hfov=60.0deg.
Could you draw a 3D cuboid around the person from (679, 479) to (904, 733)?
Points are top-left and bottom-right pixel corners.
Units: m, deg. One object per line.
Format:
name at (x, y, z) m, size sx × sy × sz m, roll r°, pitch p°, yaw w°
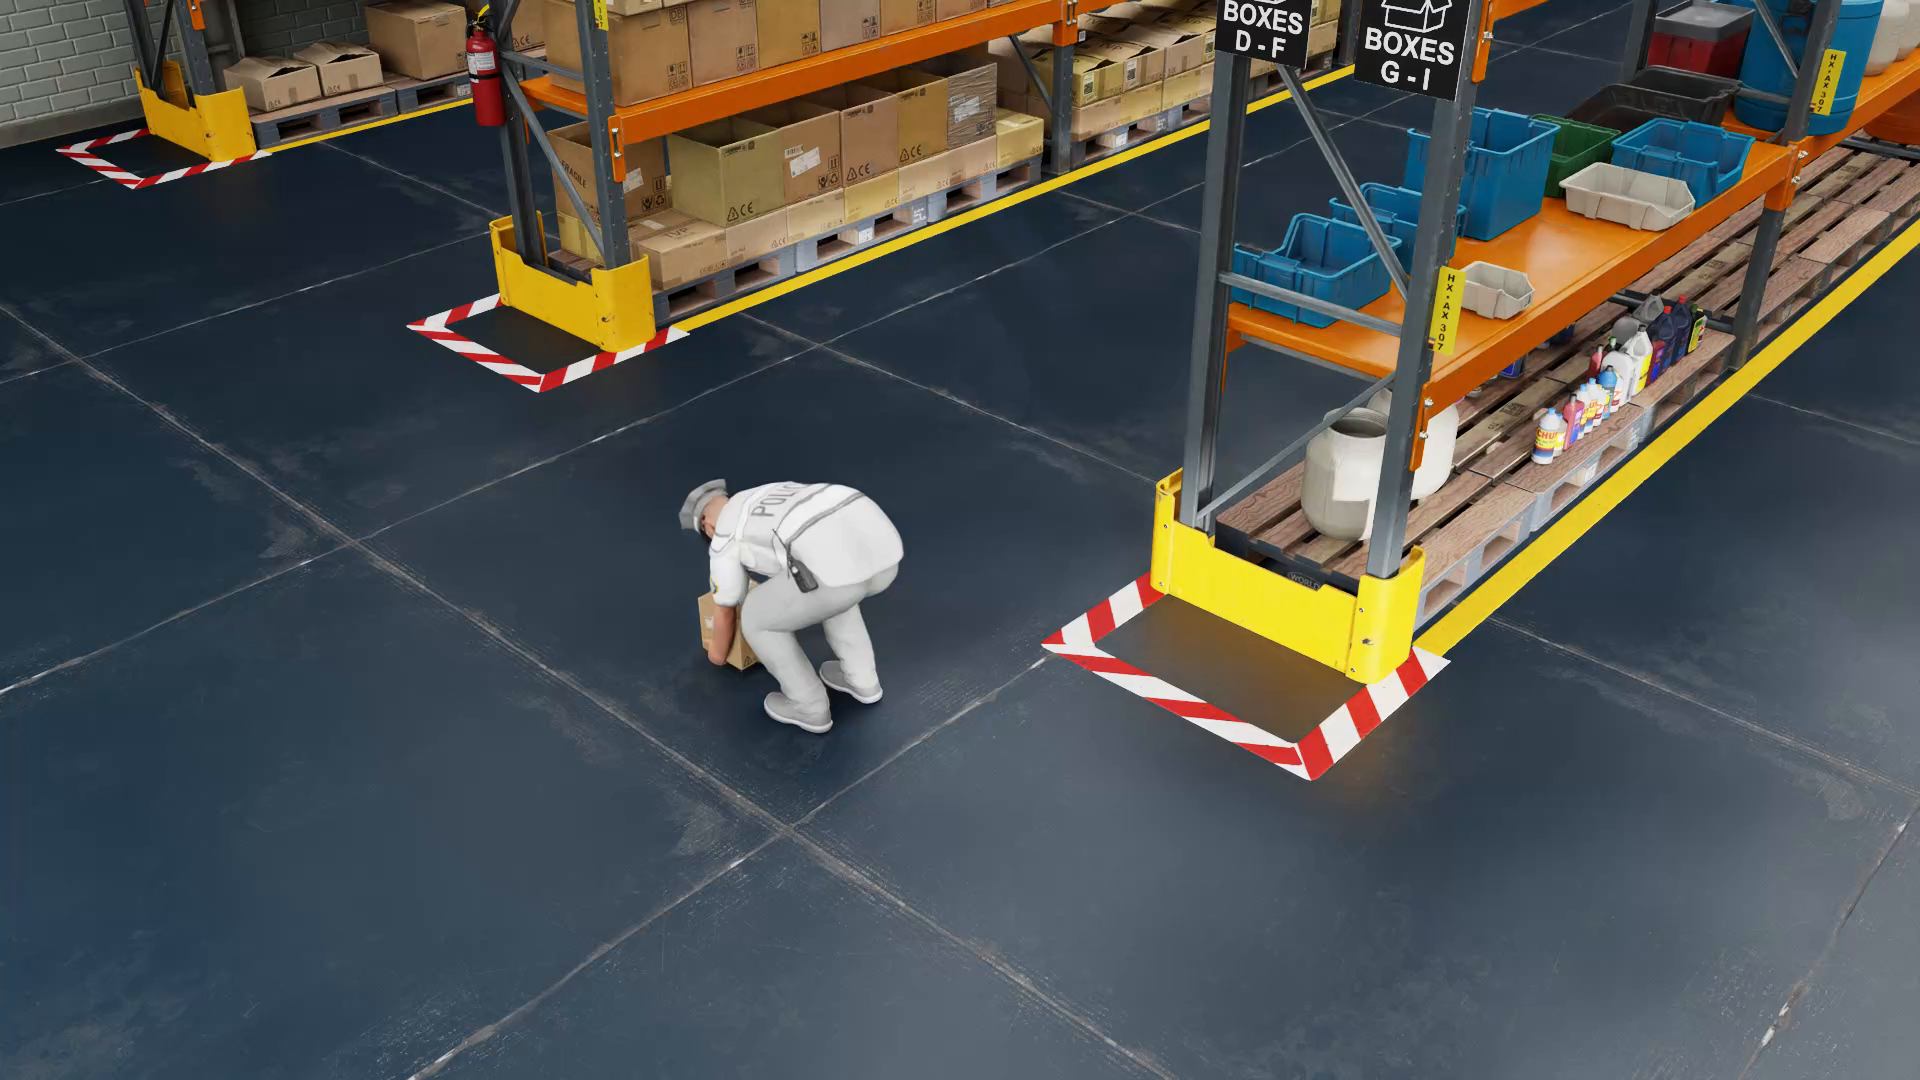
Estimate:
person at (-0.688, 0.185, 6.581) m, size 1.023 × 0.966 × 0.540 m, roll 23°, pitch 38°, yaw 33°
